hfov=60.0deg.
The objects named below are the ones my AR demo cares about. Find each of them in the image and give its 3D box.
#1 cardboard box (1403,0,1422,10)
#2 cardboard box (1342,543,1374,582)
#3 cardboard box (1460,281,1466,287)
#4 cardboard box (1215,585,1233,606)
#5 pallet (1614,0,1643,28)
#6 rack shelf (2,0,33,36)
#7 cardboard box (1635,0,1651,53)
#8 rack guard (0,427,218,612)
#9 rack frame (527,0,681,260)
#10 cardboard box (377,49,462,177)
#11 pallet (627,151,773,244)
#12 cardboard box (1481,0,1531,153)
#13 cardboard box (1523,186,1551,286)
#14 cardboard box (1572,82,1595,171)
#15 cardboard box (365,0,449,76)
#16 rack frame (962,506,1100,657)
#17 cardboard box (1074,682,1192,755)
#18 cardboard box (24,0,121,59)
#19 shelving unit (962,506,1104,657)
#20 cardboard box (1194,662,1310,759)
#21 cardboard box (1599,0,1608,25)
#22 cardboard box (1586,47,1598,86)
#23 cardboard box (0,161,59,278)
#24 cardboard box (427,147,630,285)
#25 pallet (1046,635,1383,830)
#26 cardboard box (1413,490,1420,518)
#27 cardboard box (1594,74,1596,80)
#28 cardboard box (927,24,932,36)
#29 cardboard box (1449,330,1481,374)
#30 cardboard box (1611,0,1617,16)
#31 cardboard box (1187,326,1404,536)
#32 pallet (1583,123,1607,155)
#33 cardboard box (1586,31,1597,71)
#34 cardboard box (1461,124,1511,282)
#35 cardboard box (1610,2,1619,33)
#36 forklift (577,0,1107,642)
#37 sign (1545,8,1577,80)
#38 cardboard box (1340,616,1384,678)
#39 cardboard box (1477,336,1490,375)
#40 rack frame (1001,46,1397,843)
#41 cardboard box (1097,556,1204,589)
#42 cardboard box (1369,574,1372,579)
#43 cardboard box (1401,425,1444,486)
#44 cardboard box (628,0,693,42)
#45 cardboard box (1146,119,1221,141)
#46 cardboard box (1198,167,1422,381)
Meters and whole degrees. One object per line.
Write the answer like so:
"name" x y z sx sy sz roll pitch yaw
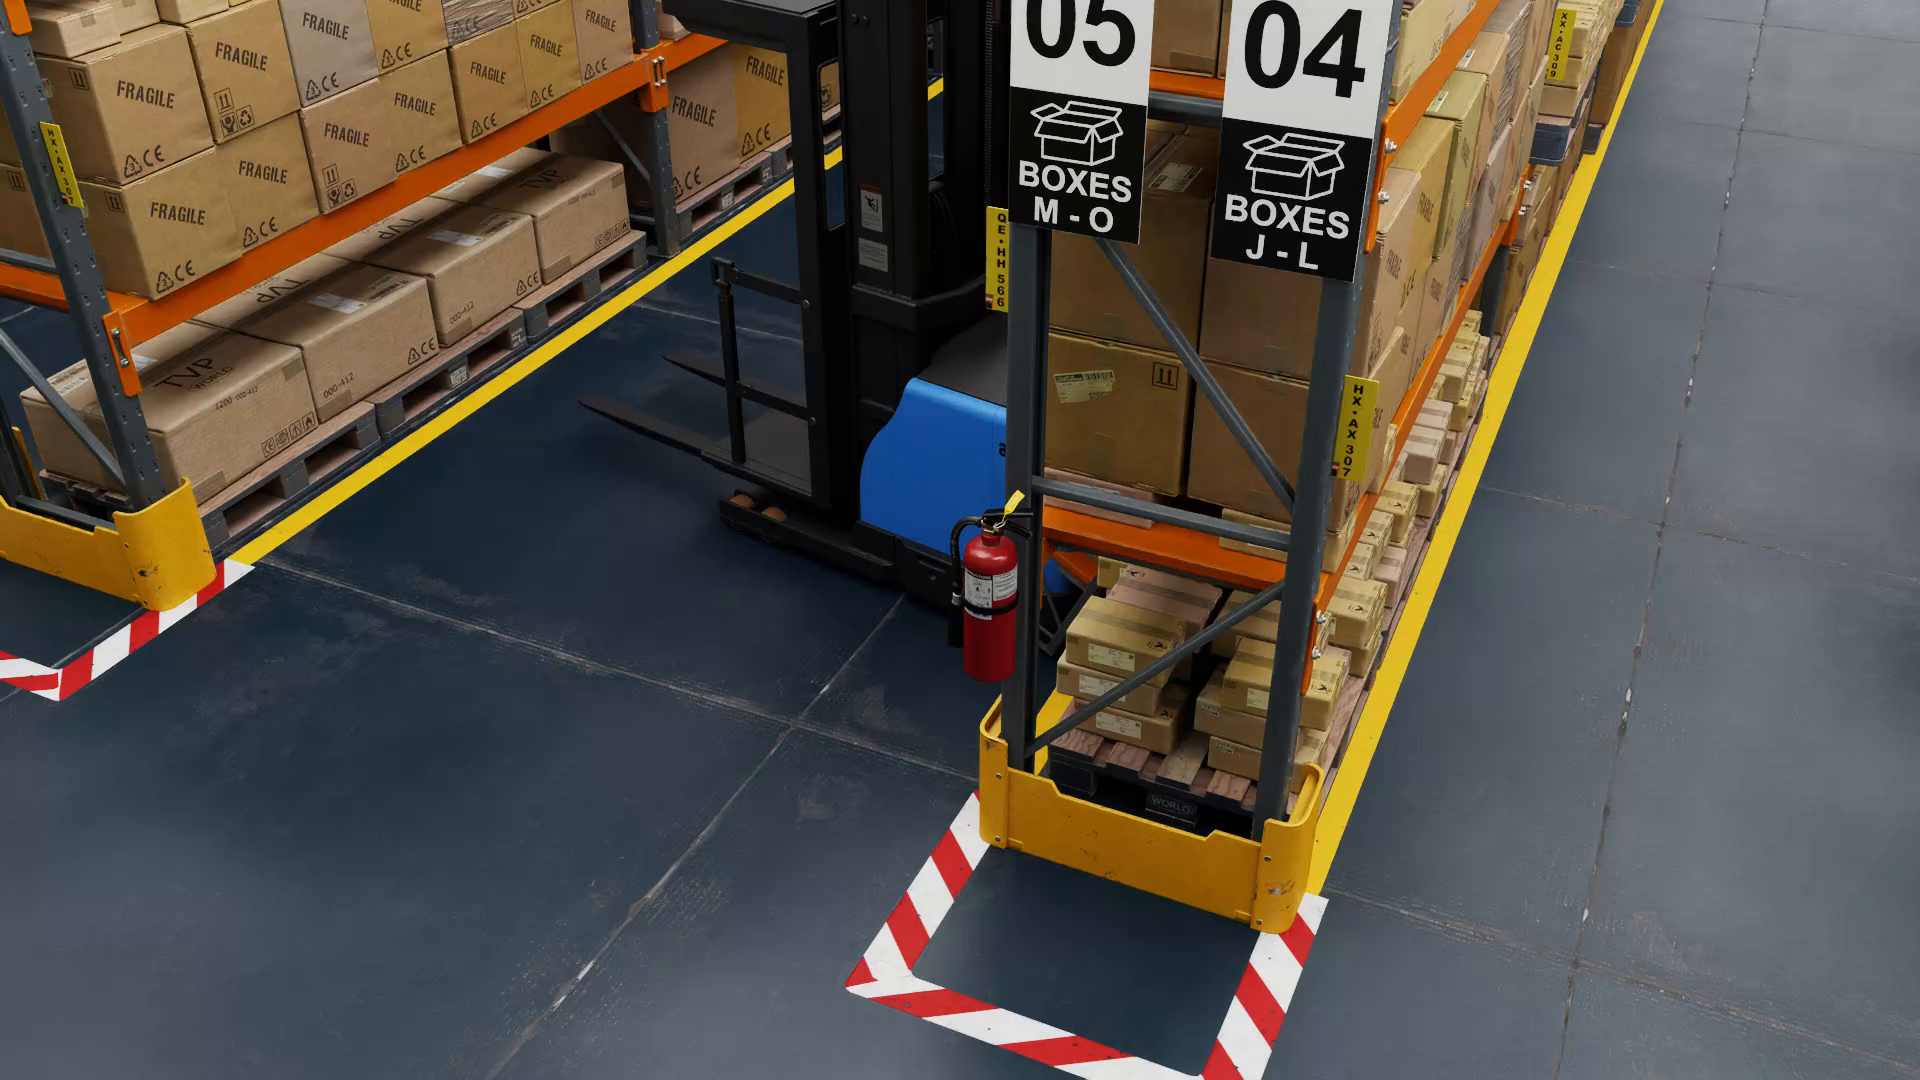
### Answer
"cardboard box" 1.044 -1.639 4.460 0.500 0.250 0.500 15 36 21
"cardboard box" 1.404 0.107 6.526 0.380 0.149 0.250 12 35 18
"cardboard box" 1.995 -1.228 7.116 0.380 0.149 0.250 13 35 18
"cardboard box" 1.003 0.120 6.777 0.380 0.149 0.250 14 36 20
"pallet" 3.765 -3.599 10.678 1.213 0.211 1.003 14 36 20
"rack shelf" -3.082 -3.109 7.677 1.077 0.370 4.000 14 36 20
"cardboard box" 5.055 -4.476 13.510 1.050 0.750 0.750 14 36 20
"rack guard" -3.929 -0.102 7.450 1.175 0.500 0.348 14 36 20
"rack frame" -2.245 -3.152 9.821 1.000 3.000 0.127 14 36 20
"cardboard box" -2.847 -2.135 8.180 0.500 0.500 0.500 15 36 22
"pallet" -1.991 -2.387 11.198 1.003 0.211 1.213 14 36 20
"cardboard box" 1.904 -1.844 6.553 0.500 0.500 0.500 15 36 22
"cardboard box" 3.063 -1.768 9.607 0.500 0.500 0.500 16 36 23
"cardboard box" 3.929 -2.801 11.183 0.500 0.500 0.500 14 36 20
"cardboard box" -2.833 -2.559 7.914 0.500 0.500 0.500 14 36 21
"rack frame" 0.401 -0.027 6.607 0.500 1.125 0.032 38 44 9
"cardboard box" 0.651 0.632 6.267 0.380 0.149 0.250 15 36 21
"cardboard box" -3.519 -2.004 6.476 0.380 0.149 0.250 15 36 21
"shelving unit" 0.666 -0.269 6.967 0.538 1.125 1.048 38 44 9
"cardboard box" 1.072 0.616 6.021 0.380 0.149 0.250 16 36 22
"cardboard box" 3.097 -2.744 8.503 0.380 0.149 0.250 14 36 21
"cardboard box" 3.095 -2.491 8.659 0.380 0.149 0.250 14 36 21
"cardboard box" -3.957 -1.502 7.215 0.500 0.500 0.500 14 36 21
"cardboard box" -2.605 -1.968 9.969 0.875 0.438 0.875 14 36 20
"pallet" 1.024 0.657 6.555 1.003 0.211 1.213 14 36 20
"cardboard box" 1.835 -0.147 7.455 0.380 0.149 0.250 15 36 21
"cardboard box" 3.919 -3.102 10.958 0.500 0.250 0.500 13 36 19
"cardboard box" -0.326 -4.500 13.890 0.950 0.372 0.625 12 35 17
"cardboard box" 2.310 -0.926 8.100 0.380 0.149 0.250 15 36 21
"cardboard box" 3.420 -3.007 9.175 0.380 0.149 0.250 14 36 20
"cardboard box" 1.058 -0.401 5.263 0.500 0.500 0.500 16 36 23
"pallet" 4.365 -3.268 12.541 1.003 0.211 1.213 14 36 20
"cardboard box" 2.982 -2.482 8.374 0.380 0.149 0.250 13 36 20
"cardboard box" 1.920 -1.421 6.820 0.500 0.500 0.500 14 36 20
"cardboard box" 3.525 -3.004 9.442 0.380 0.149 0.250 13 35 18
"forklift" -0.513 -1.424 7.248 3.031 2.935 1.130 21 39 29
"sign" 2.789 -2.308 7.745 0.100 0.325 0.005 14 36 20
"cardboard box" 1.469 0.378 6.655 0.380 0.149 0.250 15 36 21
"cardboard box" 2.450 -0.945 8.401 0.380 0.149 0.250 15 36 21
"rack frame" 0.620 -0.074 5.128 1.000 3.000 0.127 14 36 20
"cardboard box" 0.761 0.101 6.534 0.380 0.149 0.250 13 36 19
"cardboard box" 1.491 0.093 6.818 0.380 0.149 0.250 12 35 18
"cardboard box" 1.902 -0.395 7.292 0.380 0.149 0.250 13 35 19
"cardboard box" -1.821 -3.248 10.104 0.500 0.250 0.500 13 36 19
"cardboard box" 0.797 -1.196 5.564 0.500 0.500 0.500 13 35 19
"cardboard box" 1.049 -0.821 4.993 0.500 0.500 0.500 14 36 20
